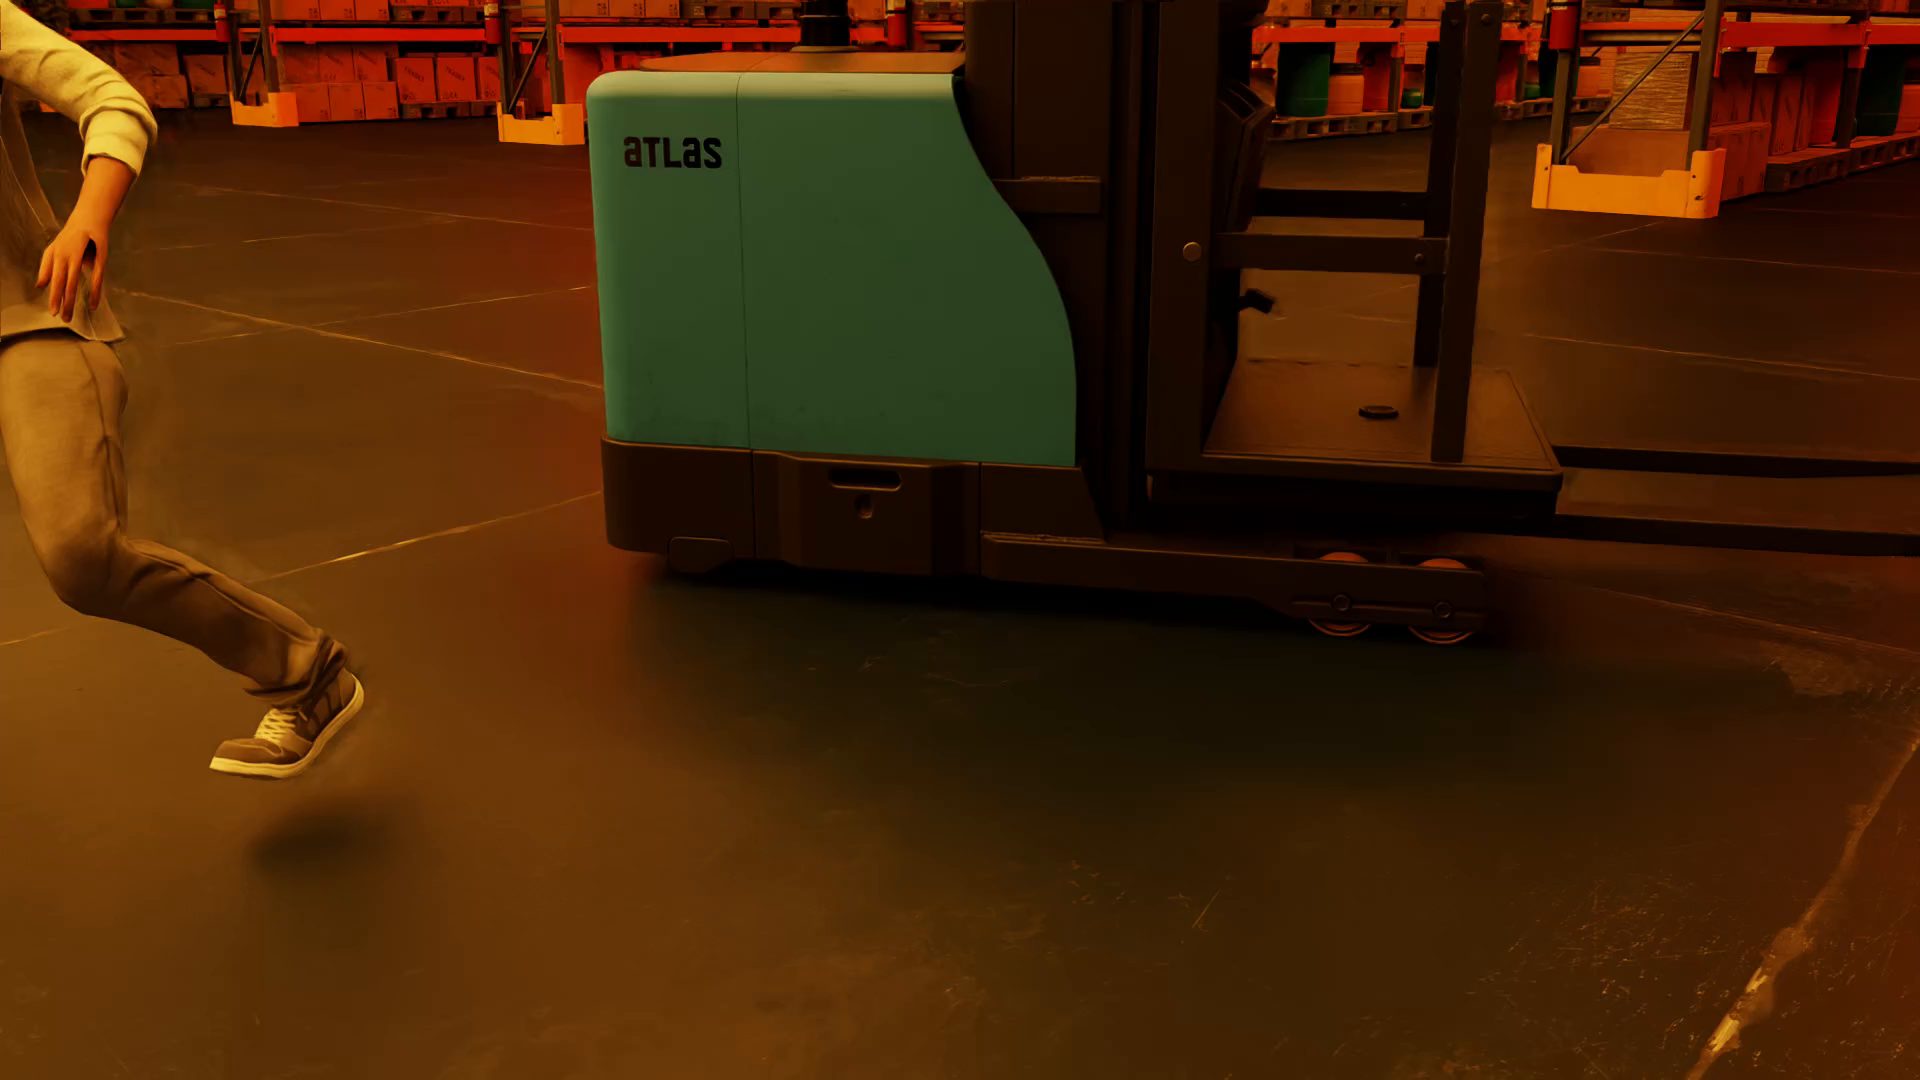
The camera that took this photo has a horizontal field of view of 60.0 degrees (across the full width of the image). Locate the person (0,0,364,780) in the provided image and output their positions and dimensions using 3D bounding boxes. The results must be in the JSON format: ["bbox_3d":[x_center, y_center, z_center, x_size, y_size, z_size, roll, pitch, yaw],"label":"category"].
[{"bbox_3d":[-1.487,-0.248,2.404,1.023,1.506,0.491,5,18,16],"label":"person"}]

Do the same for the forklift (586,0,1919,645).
[{"bbox_3d":[0.787,-1.367,3.398,3.031,2.935,1.130,4,17,12],"label":"forklift"}]
